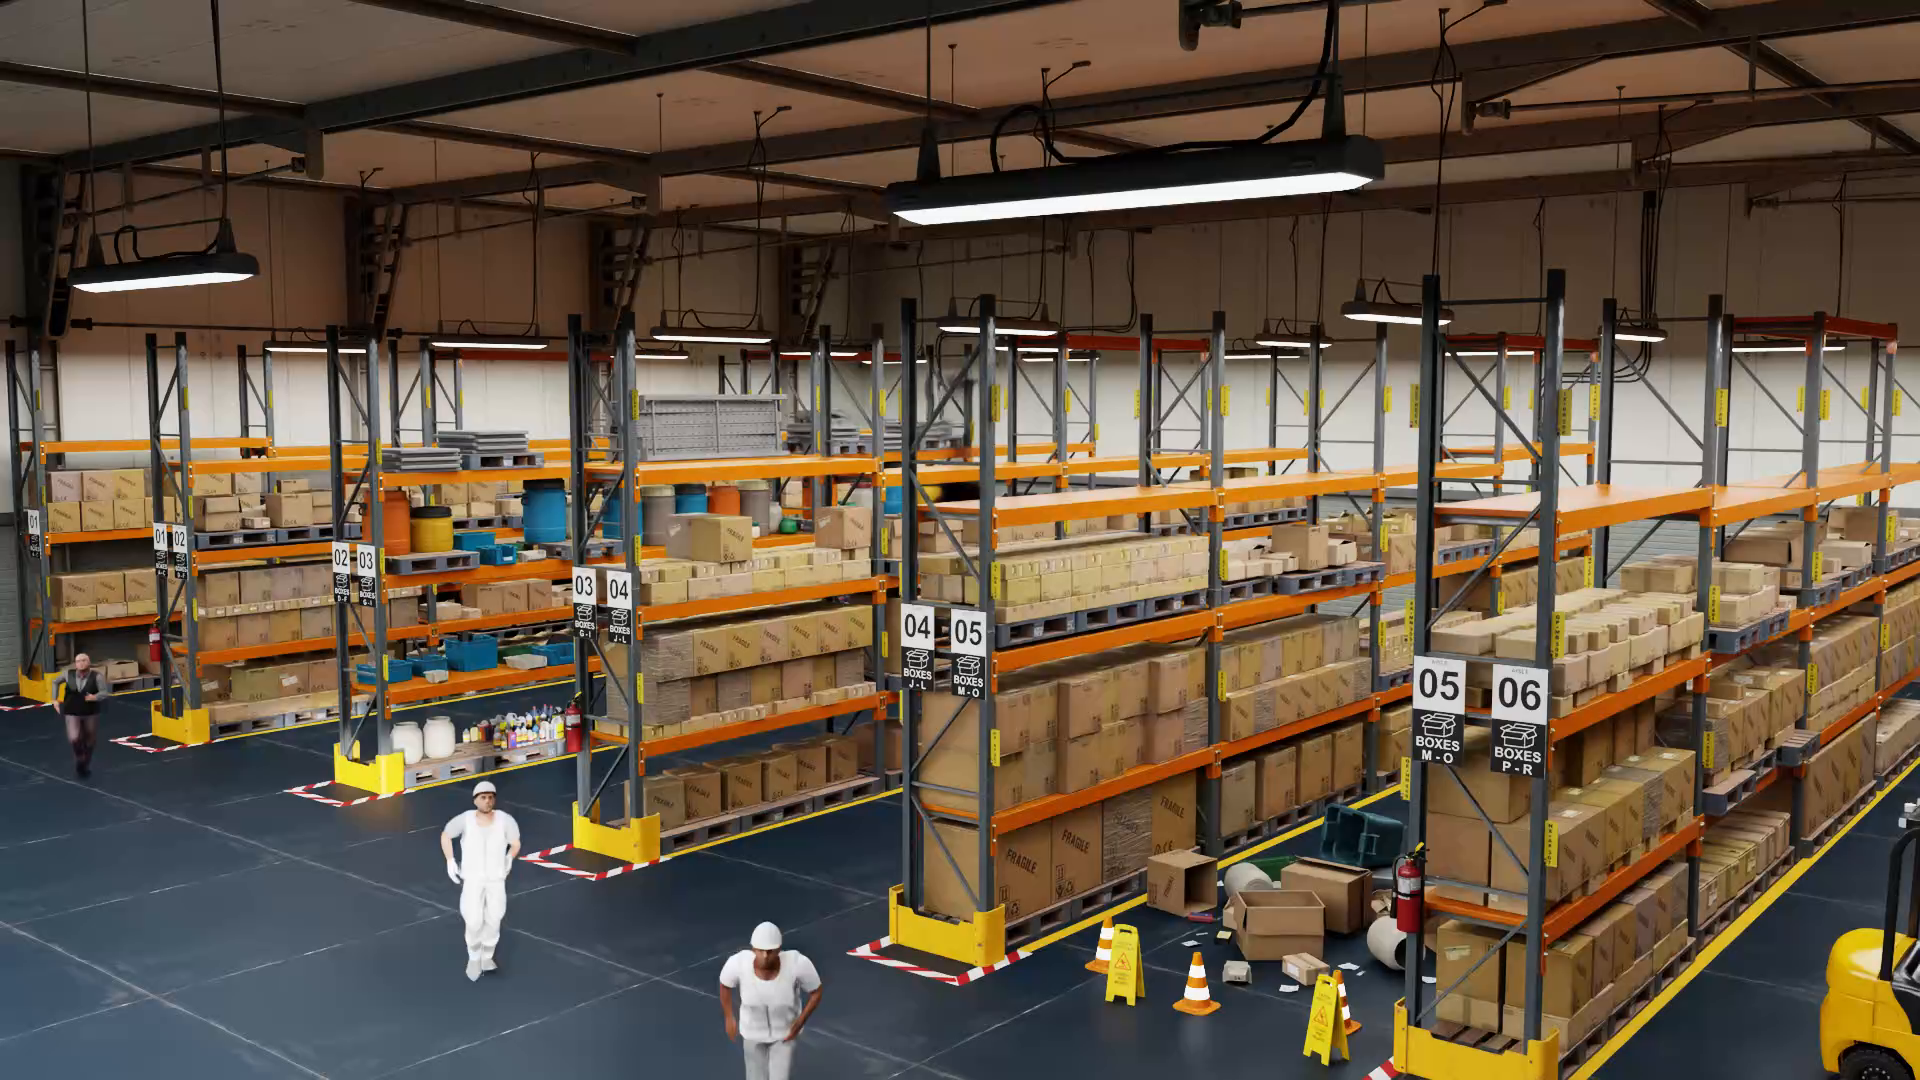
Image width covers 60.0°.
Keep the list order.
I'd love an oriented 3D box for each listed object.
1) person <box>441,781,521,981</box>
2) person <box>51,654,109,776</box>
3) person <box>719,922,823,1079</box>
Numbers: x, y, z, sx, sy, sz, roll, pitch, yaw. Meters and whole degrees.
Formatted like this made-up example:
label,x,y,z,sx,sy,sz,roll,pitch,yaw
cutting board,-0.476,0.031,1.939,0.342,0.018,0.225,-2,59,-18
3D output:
label,x,y,z,sx,sy,sz,roll,pitch,yaw
person,-4.164,2.970,14.555,0.653,1.744,0.701,-2,6,-24
person,-11.653,2.329,22.042,0.691,1.671,0.758,-2,6,-24
person,-1.273,3.336,11.234,0.698,1.696,0.864,0,5,-5
